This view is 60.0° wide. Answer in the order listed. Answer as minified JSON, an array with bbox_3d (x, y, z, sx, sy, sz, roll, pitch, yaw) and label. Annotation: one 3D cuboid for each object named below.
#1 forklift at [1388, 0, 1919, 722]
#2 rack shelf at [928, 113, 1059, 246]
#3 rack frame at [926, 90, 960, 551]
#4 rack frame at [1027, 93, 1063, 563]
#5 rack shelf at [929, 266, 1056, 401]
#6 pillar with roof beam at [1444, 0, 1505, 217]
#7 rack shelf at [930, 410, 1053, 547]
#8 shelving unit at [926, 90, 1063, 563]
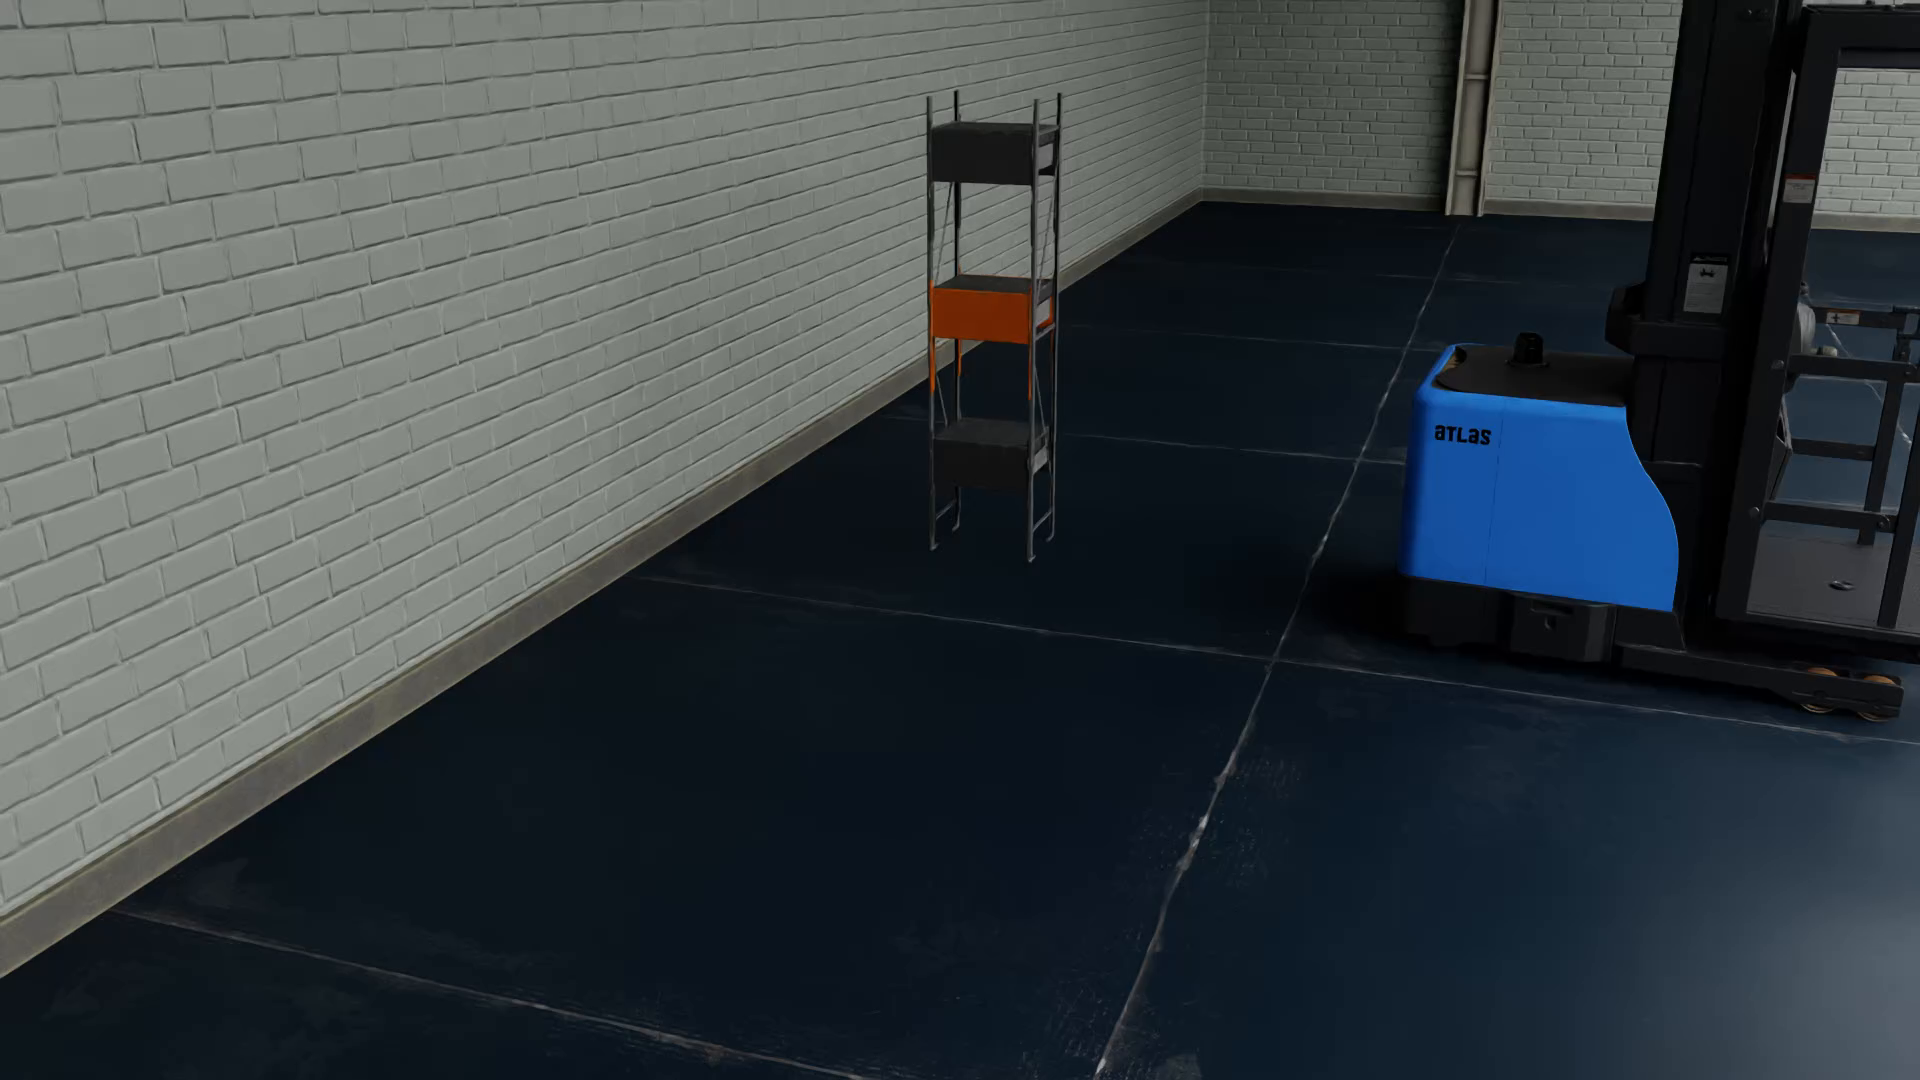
[{"bbox_3d":[3.333,-0.910,6.235,3.031,2.935,1.130,8,21,22],"label":"forklift"},{"bbox_3d":[0.156,-1.622,7.453,0.480,0.518,0.431,7,20,18],"label":"rack shelf"},{"bbox_3d":[-0.074,-1.000,7.755,0.015,2.100,0.400,7,20,18],"label":"rack frame"},{"bbox_3d":[0.387,-0.947,7.604,0.015,2.100,0.400,7,20,18],"label":"rack frame"},{"bbox_3d":[0.156,-0.961,7.684,0.480,0.518,0.431,7,20,18],"label":"rack shelf"},{"bbox_3d":[4.177,-6.526,13.128,0.400,9.000,9.100,7,20,18],"label":"pillar with roof beam"},{"bbox_3d":[0.156,-0.300,7.914,0.480,0.518,0.431,7,20,18],"label":"rack shelf"},{"bbox_3d":[0.156,-0.974,7.679,0.503,2.100,0.431,7,20,18],"label":"shelving unit"}]
